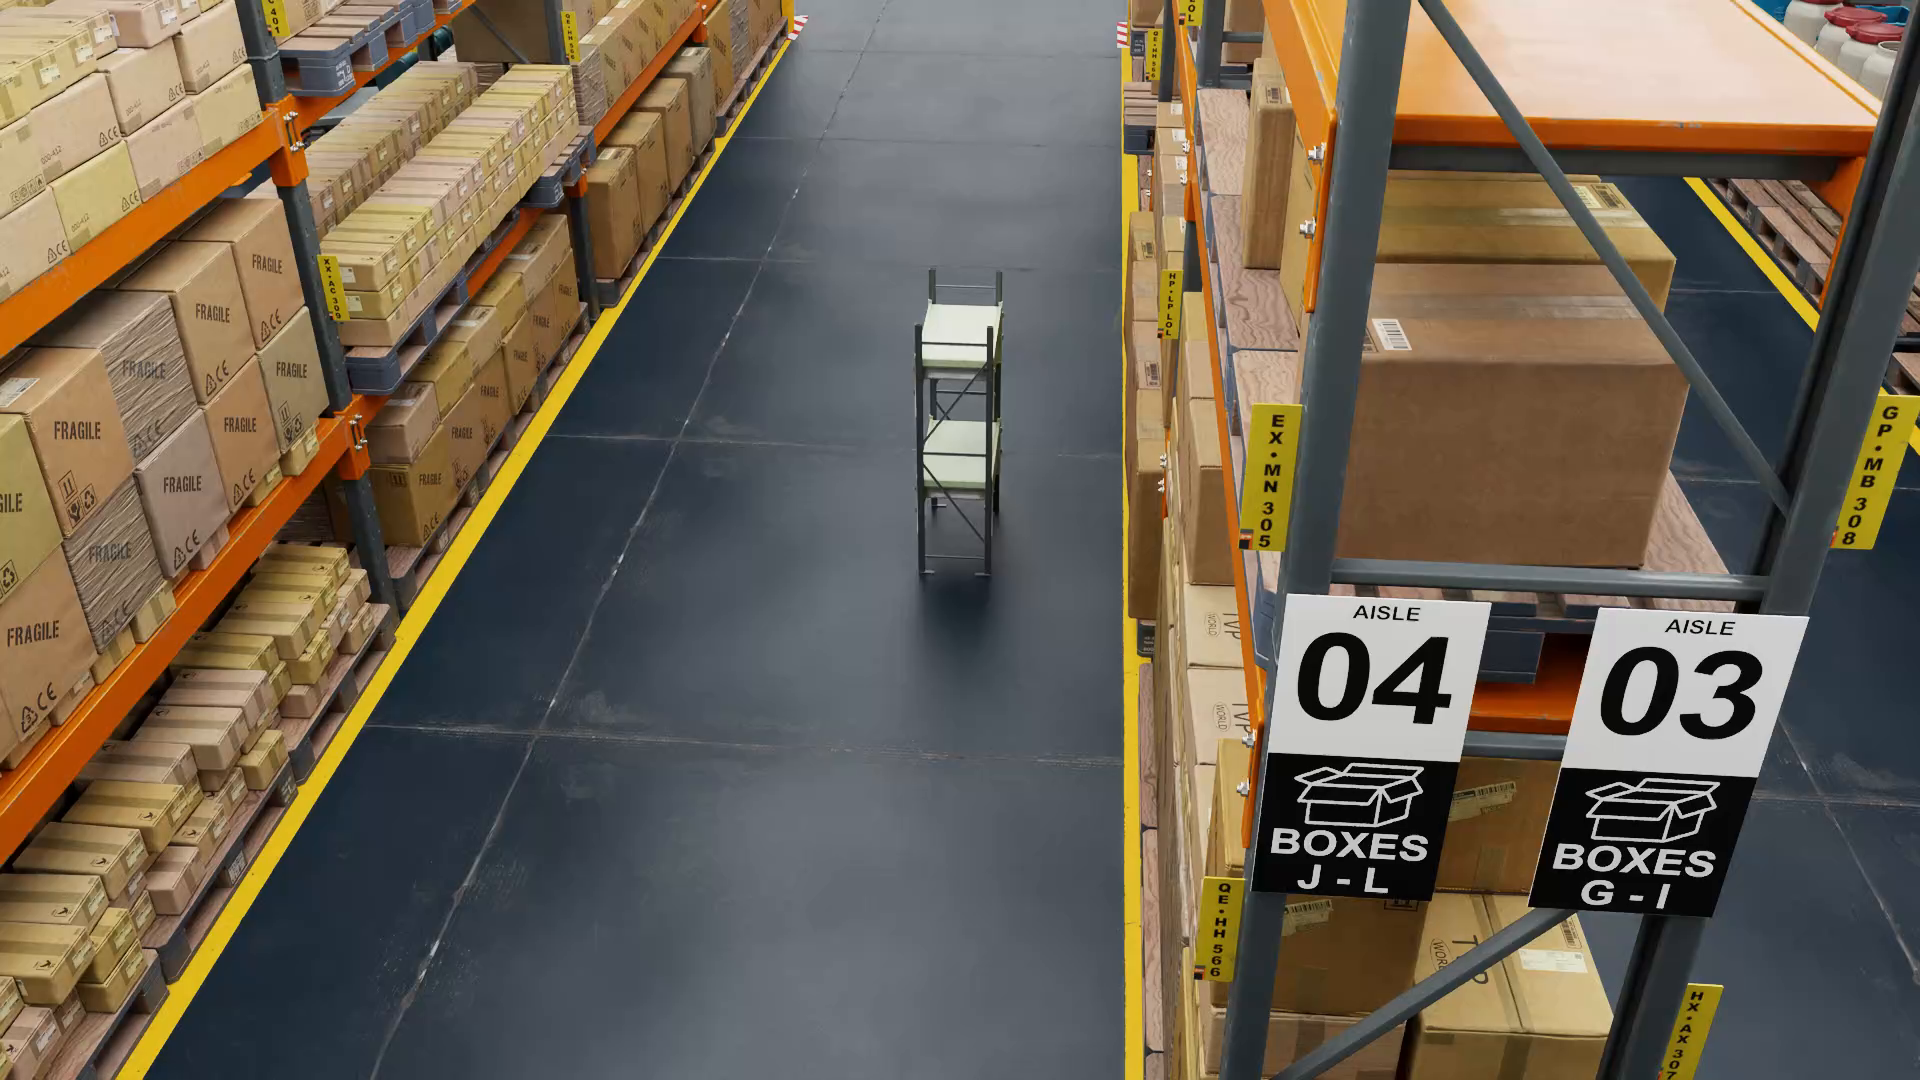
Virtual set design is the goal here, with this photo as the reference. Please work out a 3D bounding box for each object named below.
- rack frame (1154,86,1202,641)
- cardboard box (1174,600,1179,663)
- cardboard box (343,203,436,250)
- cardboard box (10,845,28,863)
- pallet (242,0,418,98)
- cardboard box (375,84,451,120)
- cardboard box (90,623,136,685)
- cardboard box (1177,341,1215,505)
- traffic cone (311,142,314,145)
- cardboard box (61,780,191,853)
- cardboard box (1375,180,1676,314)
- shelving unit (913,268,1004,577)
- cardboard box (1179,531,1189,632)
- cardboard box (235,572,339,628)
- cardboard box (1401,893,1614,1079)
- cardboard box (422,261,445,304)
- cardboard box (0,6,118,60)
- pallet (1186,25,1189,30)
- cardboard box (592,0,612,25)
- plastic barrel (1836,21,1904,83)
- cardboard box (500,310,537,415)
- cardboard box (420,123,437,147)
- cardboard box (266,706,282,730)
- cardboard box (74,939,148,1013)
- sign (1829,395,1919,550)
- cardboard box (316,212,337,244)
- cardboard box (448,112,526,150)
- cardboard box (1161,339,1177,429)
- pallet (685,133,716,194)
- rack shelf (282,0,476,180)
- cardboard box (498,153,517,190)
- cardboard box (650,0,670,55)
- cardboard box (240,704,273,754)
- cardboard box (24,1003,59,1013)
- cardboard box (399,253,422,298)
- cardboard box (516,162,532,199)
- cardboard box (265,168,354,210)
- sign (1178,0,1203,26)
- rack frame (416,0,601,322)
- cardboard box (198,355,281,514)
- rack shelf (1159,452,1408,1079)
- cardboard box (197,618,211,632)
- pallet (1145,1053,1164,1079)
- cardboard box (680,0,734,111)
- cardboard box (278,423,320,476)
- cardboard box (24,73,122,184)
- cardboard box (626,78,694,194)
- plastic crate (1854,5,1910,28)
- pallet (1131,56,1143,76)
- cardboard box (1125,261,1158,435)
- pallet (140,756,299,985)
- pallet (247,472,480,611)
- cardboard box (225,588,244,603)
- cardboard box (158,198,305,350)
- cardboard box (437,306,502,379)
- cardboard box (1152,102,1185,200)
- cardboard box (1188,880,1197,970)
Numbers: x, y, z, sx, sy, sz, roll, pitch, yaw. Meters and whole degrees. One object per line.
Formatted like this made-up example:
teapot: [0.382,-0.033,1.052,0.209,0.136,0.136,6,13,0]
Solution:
rack frame: [1.470,-0.559,7.578,1.000,3.000,0.127,2,32,4]
cardboard box: [1.010,0.366,6.317,0.380,0.149,0.250,3,32,5]
cardboard box: [-2.934,-1.615,8.564,0.380,0.149,0.250,3,32,4]
cardboard box: [-3.923,1.211,6.739,0.380,0.149,0.250,4,32,6]
pallet: [-3.309,-2.339,7.787,1.213,0.211,1.003,2,32,4]
cardboard box: [-3.414,-2.738,10.387,0.380,0.149,0.250,2,32,4]
cardboard box: [-3.361,0.401,6.259,0.380,0.149,0.250,4,32,6]
cardboard box: [1.129,-0.444,6.537,0.500,0.500,0.500,2,32,4]
traffic cone: [-5.488,-3.183,14.254,0.336,0.463,0.334,2,32,4]
cardboard box: [-3.322,1.101,6.635,0.380,0.149,0.250,3,32,5]
cardboard box: [1.299,-0.572,4.149,0.700,0.500,0.500,1,32,2]
shelving unit: [0.001,-0.642,9.142,0.431,1.500,0.755,2,32,4]
cardboard box: [1.089,0.144,6.298,0.500,0.250,0.500,3,32,5]
cardboard box: [-3.216,0.290,7.950,0.380,0.149,0.250,3,32,5]
cardboard box: [1.453,1.230,4.534,0.500,0.250,0.500,2,32,3]
cardboard box: [-2.934,-1.358,8.714,0.380,0.149,0.250,3,32,4]
cardboard box: [-3.346,-1.844,6.090,0.380,0.149,0.250,4,32,6]
pallet: [1.708,-2.923,8.736,1.003,0.211,1.213,4,32,6]
cardboard box: [-3.013,-4.151,12.358,0.700,0.500,0.500,2,32,3]
plastic barrel: [6.667,-3.488,12.201,0.433,0.535,0.433,0,32,0]
cardboard box: [-3.005,-1.126,10.481,0.500,0.500,0.500,1,32,2]
cardboard box: [-3.437,-2.456,10.212,0.380,0.149,0.250,3,32,4]
cardboard box: [-3.362,0.836,7.631,0.380,0.149,0.250,2,32,3]
cardboard box: [-3.346,1.643,6.322,0.380,0.149,0.250,3,32,5]
sign: [1.697,-0.123,3.104,0.100,0.325,0.005,2,32,4]
cardboard box: [-3.568,-1.649,8.903,0.380,0.149,0.250,1,32,2]
cardboard box: [-2.810,-2.431,9.888,0.380,0.149,0.250,2,32,4]
cardboard box: [1.236,-0.858,7.968,0.500,0.500,0.500,3,32,4]
pallet: [-2.801,-3.413,14.868,1.003,0.211,1.213,2,32,4]
rack shelf: [-3.302,-2.840,9.107,1.077,0.370,4.000,2,32,4]
cardboard box: [-2.829,-2.162,9.734,0.380,0.149,0.250,3,32,5]
cardboard box: [-2.672,-4.237,13.451,0.500,0.500,0.500,3,32,5]
cardboard box: [-3.307,0.807,7.396,0.380,0.149,0.250,3,32,5]
cardboard box: [-3.482,1.640,6.043,0.380,0.149,0.250,3,32,5]
cardboard box: [-2.955,-1.344,8.408,0.380,0.149,0.250,2,32,3]
cardboard box: [-2.808,-2.174,10.039,0.380,0.149,0.250,1,32,2]
cardboard box: [-3.538,-1.908,9.040,0.380,0.149,0.250,1,32,2]
sign: [0.929,-2.208,6.603,0.100,0.325,0.005,2,32,4]
rack frame: [-3.139,-2.915,11.402,1.000,3.000,0.127,2,32,4]
cardboard box: [-3.266,-0.457,7.033,0.500,0.500,0.500,2,32,3]
rack shelf: [1.307,0.793,6.070,1.077,0.370,4.000,2,32,4]
cardboard box: [-3.753,0.405,7.764,0.380,0.149,0.250,2,32,3]
pallet: [1.132,2.298,5.600,1.003,0.211,1.213,2,32,4]
cardboard box: [-2.693,-4.607,15.772,0.875,0.875,0.875,3,32,5]
cardboard box: [-3.167,-0.418,7.589,0.380,0.149,0.250,2,32,3]
cardboard box: [-3.341,-1.453,5.837,0.500,0.250,0.500,4,32,6]
cardboard box: [-2.857,-3.395,13.925,1.050,0.750,0.750,2,32,4]
plastic crate: [7.278,-3.934,13.070,0.392,0.384,0.575,2,32,4]
pallet: [2.340,-5.184,17.741,1.003,0.211,1.213,2,32,4]
cardboard box: [1.639,-1.099,10.080,1.225,0.875,0.875,3,32,4]
pallet: [-3.581,1.356,7.129,1.003,0.211,1.213,2,32,4]
pallet: [-3.403,-0.044,9.400,1.003,0.211,1.213,2,32,4]
cardboard box: [-3.813,0.260,8.282,0.380,0.149,0.250,4,32,6]
cardboard box: [-3.234,-1.161,7.224,0.500,0.500,0.500,1,32,2]
cardboard box: [-3.055,-1.178,9.850,0.500,0.250,0.500,4,32,6]
cardboard box: [1.485,-2.451,10.553,0.500,0.500,0.500,3,32,5]
cardboard box: [0.887,1.171,5.010,0.380,0.149,0.250,3,32,4]
